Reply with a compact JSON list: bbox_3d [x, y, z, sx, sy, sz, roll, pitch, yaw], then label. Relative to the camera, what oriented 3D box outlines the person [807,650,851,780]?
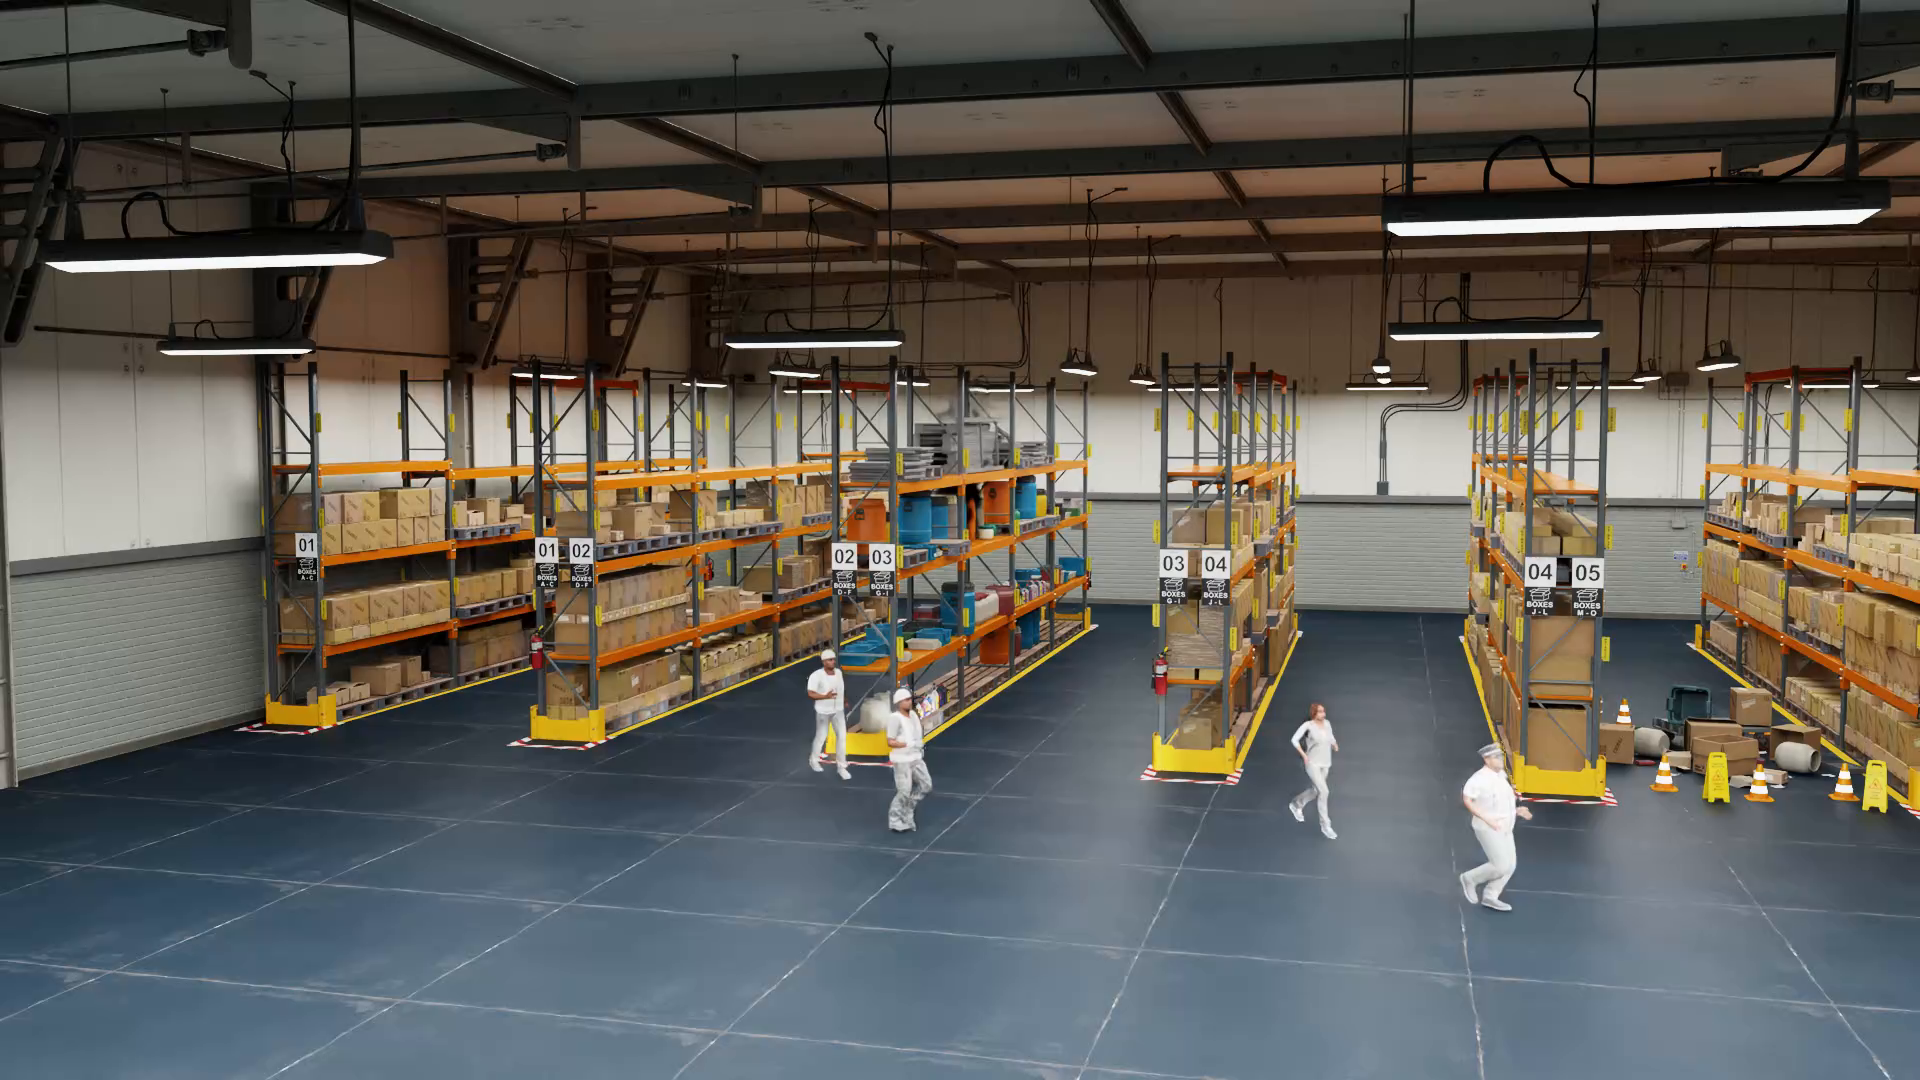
[{"bbox_3d":[-1.844,2.441,23.482,0.705,1.789,0.841,-3,5,-35],"label":"person"}]

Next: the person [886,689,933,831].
[{"bbox_3d":[-0.601,2.694,20.254,0.633,1.767,0.662,3,5,36],"label":"person"}]

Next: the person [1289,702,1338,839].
[{"bbox_3d":[4.353,2.783,20.355,0.525,1.586,0.819,-2,5,-31],"label":"person"}]

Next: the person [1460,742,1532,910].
[{"bbox_3d":[5.493,2.933,17.072,0.658,1.726,0.619,-4,6,-44],"label":"person"}]
